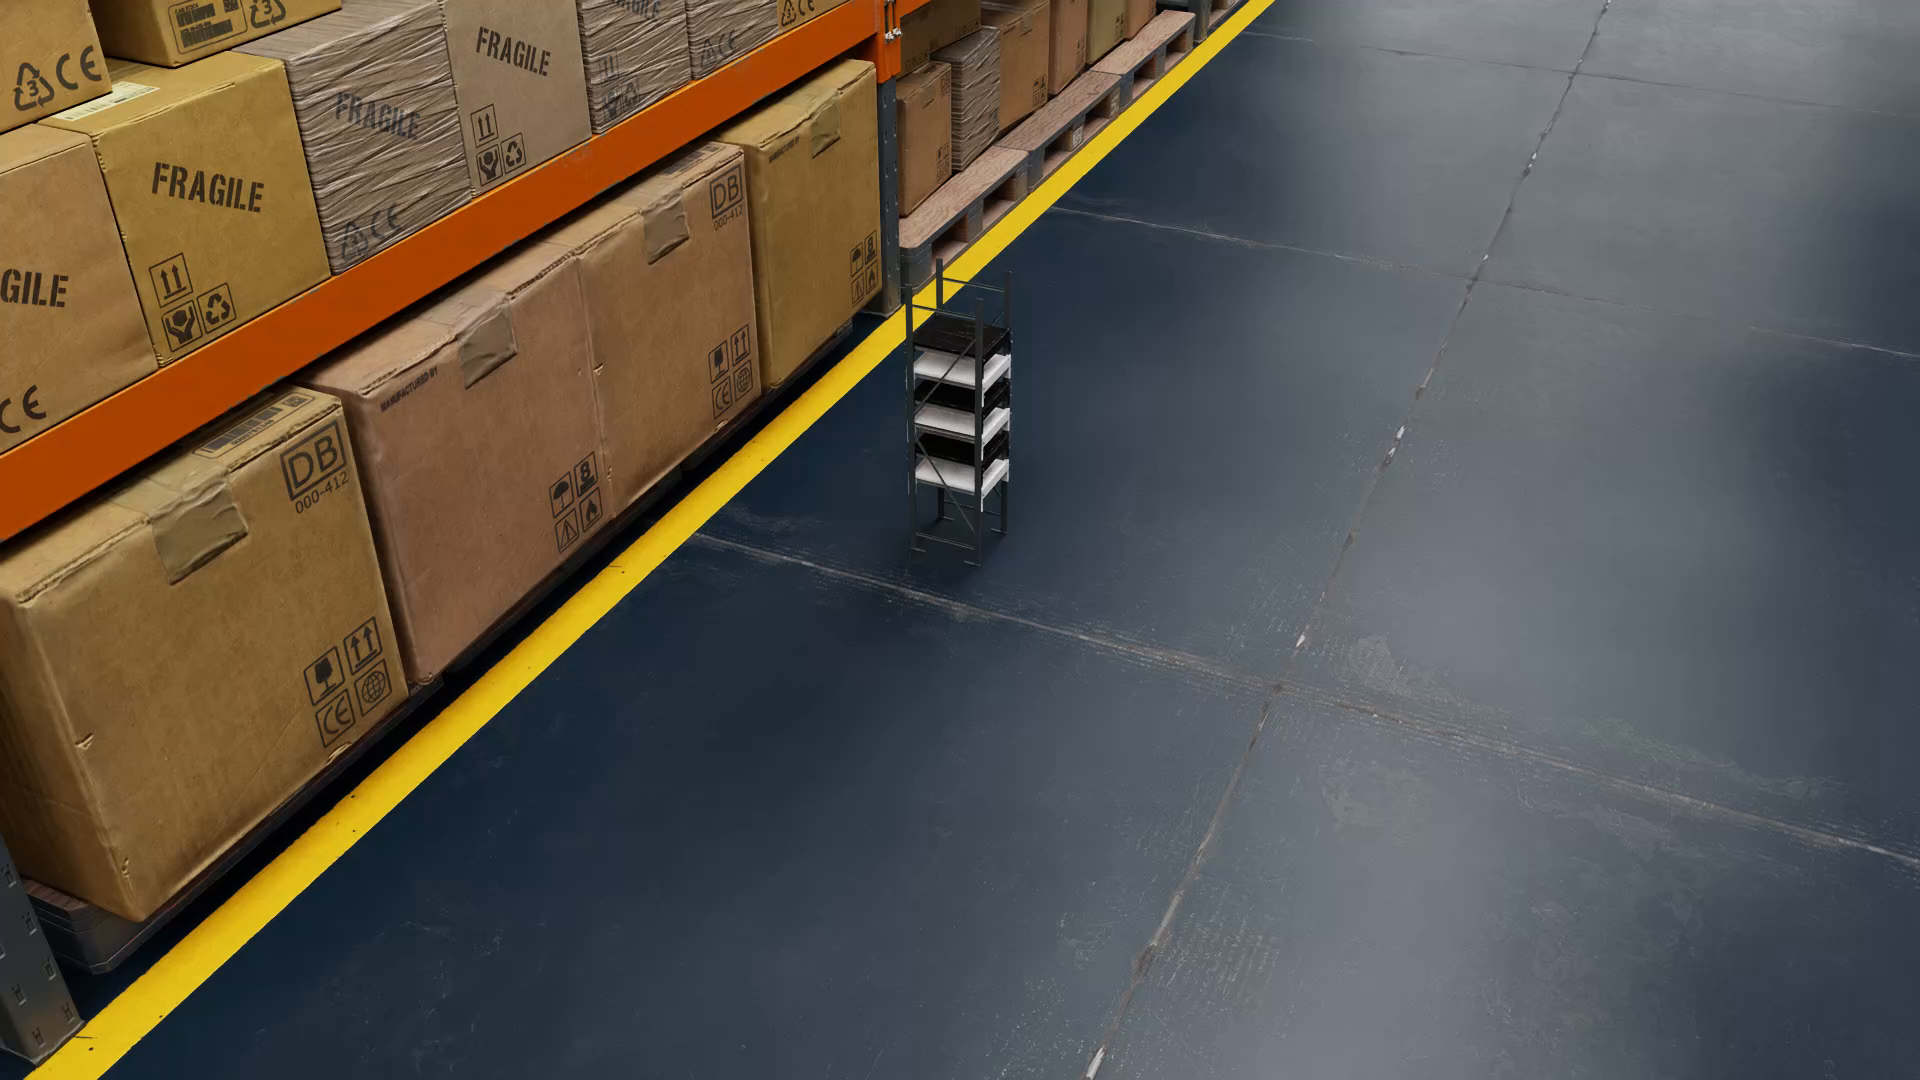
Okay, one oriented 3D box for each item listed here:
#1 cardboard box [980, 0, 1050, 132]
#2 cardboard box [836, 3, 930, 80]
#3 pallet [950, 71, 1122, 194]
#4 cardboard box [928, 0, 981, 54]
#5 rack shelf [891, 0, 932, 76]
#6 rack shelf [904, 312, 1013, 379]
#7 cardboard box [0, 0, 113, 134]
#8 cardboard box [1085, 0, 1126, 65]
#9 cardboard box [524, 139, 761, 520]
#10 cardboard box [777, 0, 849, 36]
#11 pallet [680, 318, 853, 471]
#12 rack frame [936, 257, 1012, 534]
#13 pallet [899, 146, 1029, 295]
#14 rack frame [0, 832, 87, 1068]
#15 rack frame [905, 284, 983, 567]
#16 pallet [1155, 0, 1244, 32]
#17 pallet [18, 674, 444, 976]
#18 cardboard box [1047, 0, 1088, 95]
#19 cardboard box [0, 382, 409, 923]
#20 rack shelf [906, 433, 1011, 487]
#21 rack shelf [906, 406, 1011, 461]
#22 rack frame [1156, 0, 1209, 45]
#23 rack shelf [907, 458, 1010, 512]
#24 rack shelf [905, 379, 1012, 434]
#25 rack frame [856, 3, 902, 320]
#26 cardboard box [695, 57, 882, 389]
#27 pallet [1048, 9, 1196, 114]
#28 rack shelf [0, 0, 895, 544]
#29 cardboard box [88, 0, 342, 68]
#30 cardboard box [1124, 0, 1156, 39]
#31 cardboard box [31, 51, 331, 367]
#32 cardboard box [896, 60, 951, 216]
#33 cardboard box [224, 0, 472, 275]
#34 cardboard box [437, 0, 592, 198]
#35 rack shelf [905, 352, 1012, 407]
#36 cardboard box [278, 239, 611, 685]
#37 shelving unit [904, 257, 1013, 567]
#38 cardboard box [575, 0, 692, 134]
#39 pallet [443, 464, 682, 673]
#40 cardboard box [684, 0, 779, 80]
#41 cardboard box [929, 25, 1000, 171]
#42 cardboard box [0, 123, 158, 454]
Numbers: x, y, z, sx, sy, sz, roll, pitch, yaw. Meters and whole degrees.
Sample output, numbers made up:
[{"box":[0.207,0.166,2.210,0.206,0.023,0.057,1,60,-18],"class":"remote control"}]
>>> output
[{"box":[-0.001,-2.309,7.914,0.700,0.500,0.500,17,37,24],"class":"cardboard box"},{"box":[-0.462,-2.062,6.853,0.500,0.250,0.500,16,36,22],"class":"cardboard box"},{"box":[0.125,-2.097,8.255,1.003,0.211,1.213,14,36,20],"class":"pallet"},{"box":[-0.249,-2.328,7.260,0.500,0.250,0.500,18,37,26],"class":"cardboard box"},{"box":[0.122,-2.964,7.691,1.077,0.370,4.000,14,36,20],"class":"rack shelf"},{"box":[-0.003,-0.570,4.867,0.258,0.077,0.200,14,36,20],"class":"rack shelf"},{"box":[-2.129,-1.058,3.122,0.797,0.503,0.637,13,36,19],"class":"cardboard box"},{"box":[0.466,-2.866,8.763,0.700,0.500,0.500,14,36,20],"class":"cardboard box"},{"box":[-1.402,-0.775,5.251,1.225,0.875,0.875,14,36,21],"class":"cardboard box"},{"box":[-0.696,-2.008,5.486,0.500,0.500,0.500,15,36,22],"class":"cardboard box"},{"box":[-1.113,-0.727,6.167,1.003,0.211,1.213,14,36,20],"class":"pallet"},{"box":[0.039,-0.423,5.074,0.240,0.900,0.006,14,36,20],"class":"rack frame"},{"box":[-0.386,-1.492,7.332,1.003,0.211,1.213,14,36,20],"class":"pallet"},{"box":[-2.388,-0.277,2.936,1.000,3.000,0.127,14,36,20],"class":"rack frame"},{"box":[-0.046,-0.322,4.920,0.240,0.900,0.006,14,36,20],"class":"rack frame"},{"box":[1.208,-3.437,10.300,1.003,0.211,1.213,14,36,20],"class":"pallet"},{"box":[-2.134,0.488,4.313,1.003,0.211,1.213,14,36,20],"class":"pallet"},{"box":[0.232,-2.587,8.338,0.700,0.500,0.500,11,35,16],"class":"cardboard box"},{"box":[-2.139,0.113,3.897,1.225,0.875,0.875,14,36,21],"class":"cardboard box"},{"box":[-0.003,-0.269,5.065,0.258,0.077,0.200,14,36,20],"class":"rack shelf"},{"box":[-0.003,-0.344,5.015,0.258,0.077,0.200,14,36,20],"class":"rack shelf"},{"box":[0.959,-4.261,9.013,1.000,3.000,0.127,14,36,20],"class":"rack frame"},{"box":[-0.003,-0.194,5.114,0.258,0.077,0.200,14,36,20],"class":"rack shelf"},{"box":[-0.003,-0.420,4.966,0.258,0.077,0.200,14,36,20],"class":"rack shelf"},{"box":[-0.715,-2.269,5.975,1.000,3.000,0.127,14,36,20],"class":"rack frame"},{"box":[-1.022,-1.217,5.925,1.225,0.875,0.875,13,35,18],"class":"cardboard box"},{"box":[0.634,-2.707,9.185,1.003,0.211,1.213,14,36,20],"class":"pallet"},{"box":[-1.552,-0.972,4.653,1.077,0.370,4.000,14,36,20],"class":"rack shelf"},{"box":[-1.831,-1.397,3.639,0.797,0.503,0.637,15,36,21],"class":"cardboard box"},{"box":[0.682,-3.099,9.119,0.700,0.500,0.500,11,35,17],"class":"cardboard box"},{"box":[-1.759,-0.741,3.553,0.500,0.500,0.500,14,36,21],"class":"cardboard box"},{"box":[-0.453,-1.746,7.055,0.700,0.500,0.500,12,35,18],"class":"cardboard box"},{"box":[-1.549,-0.990,3.933,0.500,0.500,0.500,13,36,19],"class":"cardboard box"},{"box":[-1.338,-1.248,4.327,0.500,0.500,0.500,15,36,21],"class":"cardboard box"},{"box":[-0.003,-0.495,4.917,0.258,0.077,0.200,14,36,20],"class":"rack shelf"},{"box":[-1.766,-0.332,4.576,1.225,0.875,0.875,13,35,19],"class":"cardboard box"},{"box":[-0.003,-0.372,4.997,0.258,0.900,0.210,14,36,20],"class":"shelving unit"},{"box":[-1.124,-1.502,4.713,0.500,0.500,0.500,13,35,19],"class":"cardboard box"},{"box":[-1.625,-0.122,5.243,1.003,0.211,1.213,14,36,20],"class":"pallet"},{"box":[-0.910,-1.761,5.109,0.500,0.500,0.500,14,36,20],"class":"cardboard box"},{"box":[-0.232,-2.025,7.481,0.700,0.500,0.500,11,35,17],"class":"cardboard box"},{"box":[-1.969,-0.490,3.171,0.500,0.500,0.500,14,36,21],"class":"cardboard box"}]
